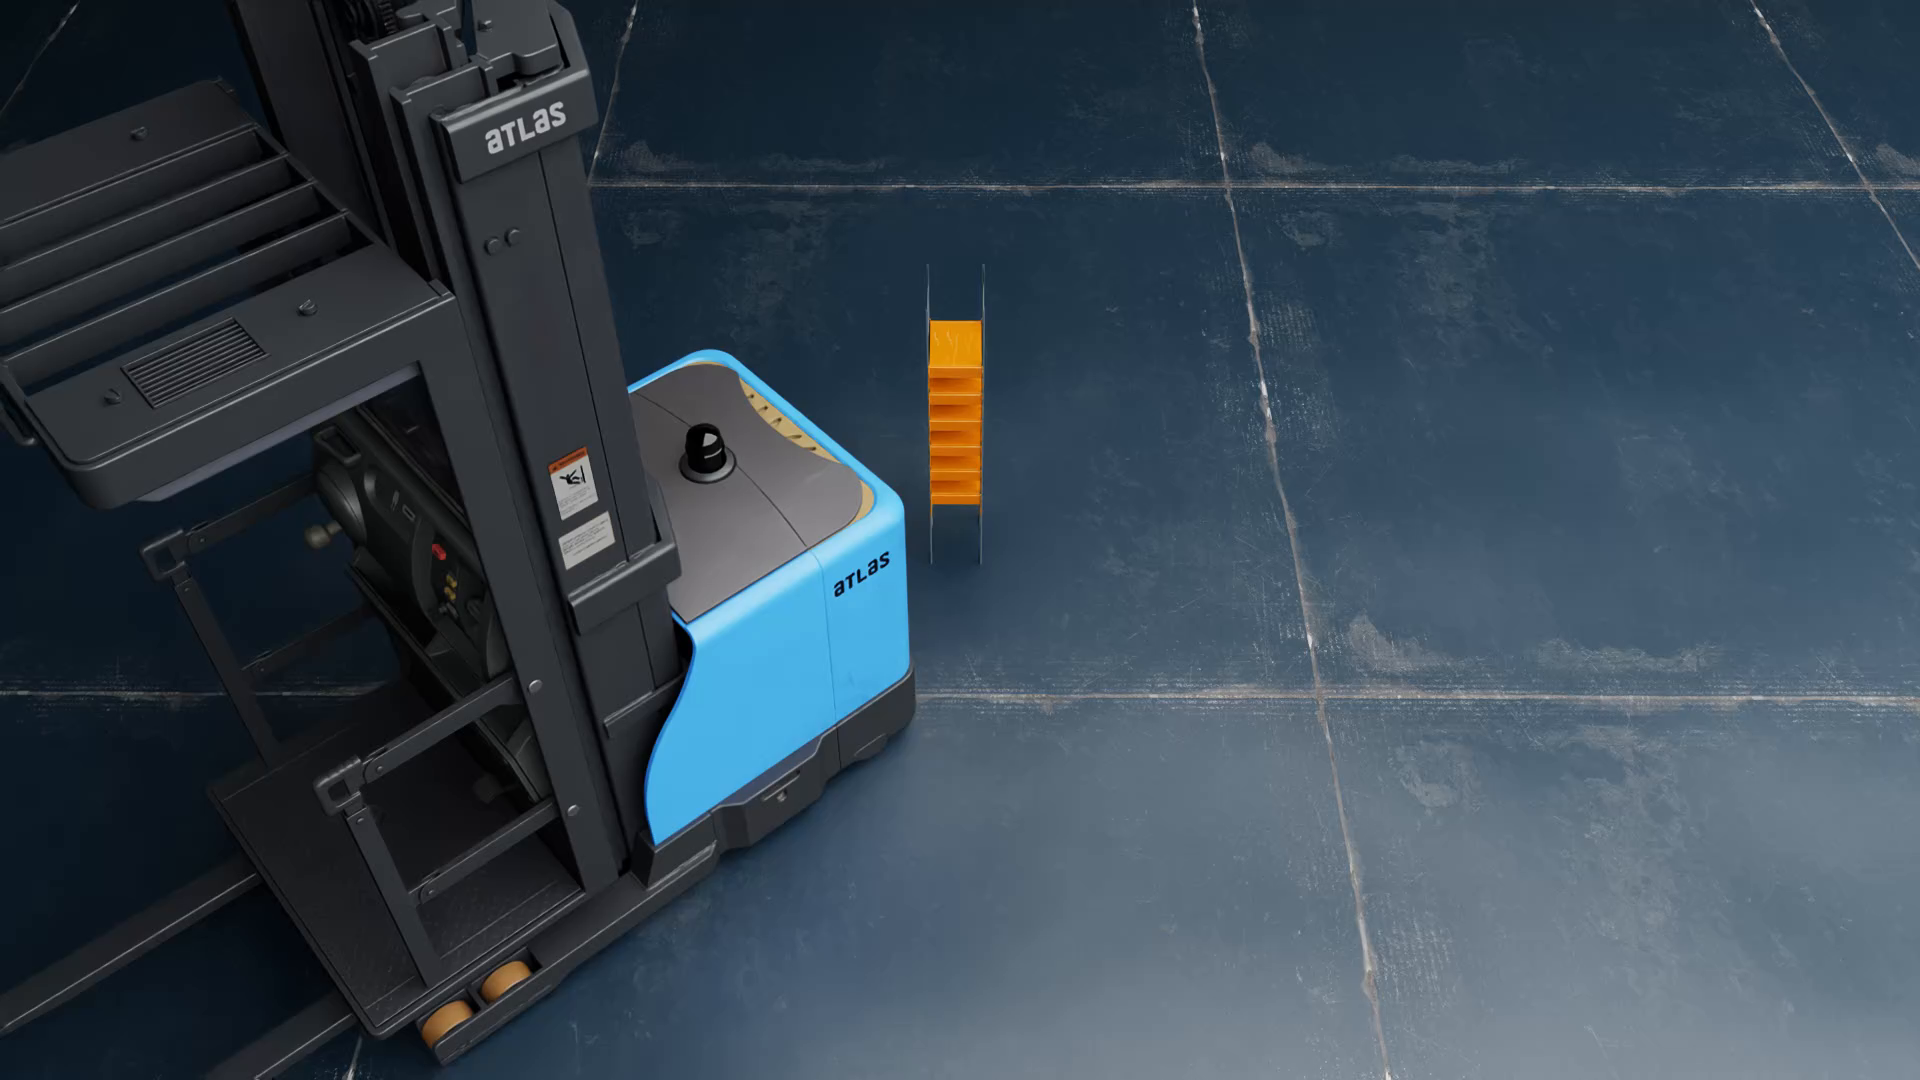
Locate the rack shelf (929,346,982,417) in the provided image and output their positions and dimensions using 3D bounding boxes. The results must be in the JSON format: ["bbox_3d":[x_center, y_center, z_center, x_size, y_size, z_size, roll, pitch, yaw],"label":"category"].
[{"bbox_3d":[-0.014,-0.542,5.668,0.180,0.103,0.258,0,47,0],"label":"rack shelf"}]

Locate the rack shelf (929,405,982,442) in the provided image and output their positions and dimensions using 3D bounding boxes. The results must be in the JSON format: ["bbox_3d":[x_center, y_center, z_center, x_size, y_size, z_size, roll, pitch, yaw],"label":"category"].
[{"bbox_3d":[-0.014,-0.460,5.756,0.180,0.103,0.258,0,47,0],"label":"rack shelf"}]

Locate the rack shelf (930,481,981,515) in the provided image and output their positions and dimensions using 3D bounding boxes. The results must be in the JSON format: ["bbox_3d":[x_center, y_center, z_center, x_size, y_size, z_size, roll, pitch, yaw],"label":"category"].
[{"bbox_3d":[-0.014,-0.215,6.019,0.180,0.103,0.258,0,47,0],"label":"rack shelf"}]

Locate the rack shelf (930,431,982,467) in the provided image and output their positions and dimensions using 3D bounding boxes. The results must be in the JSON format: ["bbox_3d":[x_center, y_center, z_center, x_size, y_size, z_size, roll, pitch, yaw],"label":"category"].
[{"bbox_3d":[-0.014,-0.379,5.843,0.180,0.103,0.258,0,47,0],"label":"rack shelf"}]

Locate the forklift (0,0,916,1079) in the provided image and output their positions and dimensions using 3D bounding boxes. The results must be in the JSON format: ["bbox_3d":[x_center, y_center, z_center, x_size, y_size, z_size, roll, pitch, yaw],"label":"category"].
[{"bbox_3d":[-1.589,0.067,4.185,3.031,2.935,1.130,-33,55,-27],"label":"forklift"}]

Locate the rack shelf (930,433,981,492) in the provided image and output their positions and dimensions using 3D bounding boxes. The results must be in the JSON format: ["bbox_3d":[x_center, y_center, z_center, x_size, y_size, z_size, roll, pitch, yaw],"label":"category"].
[{"bbox_3d":[-0.014,-0.297,5.931,0.180,0.103,0.258,0,47,0],"label":"rack shelf"}]

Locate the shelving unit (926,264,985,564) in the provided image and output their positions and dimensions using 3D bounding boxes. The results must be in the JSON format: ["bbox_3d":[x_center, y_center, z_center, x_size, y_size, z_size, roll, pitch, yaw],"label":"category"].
[{"bbox_3d":[-0.014,-0.409,5.811,0.189,1.200,0.258,0,47,0],"label":"shelving unit"}]

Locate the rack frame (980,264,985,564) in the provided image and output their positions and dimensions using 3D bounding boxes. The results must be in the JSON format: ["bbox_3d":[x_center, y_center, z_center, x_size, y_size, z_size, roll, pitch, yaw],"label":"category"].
[{"bbox_3d":[0.077,-0.409,5.811,0.006,1.200,0.240,0,47,0],"label":"rack frame"}]

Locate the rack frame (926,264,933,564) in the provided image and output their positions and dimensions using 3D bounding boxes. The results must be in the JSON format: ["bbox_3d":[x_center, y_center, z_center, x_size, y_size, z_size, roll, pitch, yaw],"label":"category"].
[{"bbox_3d":[-0.106,-0.409,5.811,0.006,1.200,0.240,0,47,0],"label":"rack frame"}]

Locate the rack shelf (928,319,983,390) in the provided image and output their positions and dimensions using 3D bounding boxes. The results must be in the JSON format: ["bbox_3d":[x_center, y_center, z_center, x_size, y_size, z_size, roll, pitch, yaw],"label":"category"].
[{"bbox_3d":[-0.014,-0.624,5.580,0.180,0.103,0.258,0,47,0],"label":"rack shelf"}]
